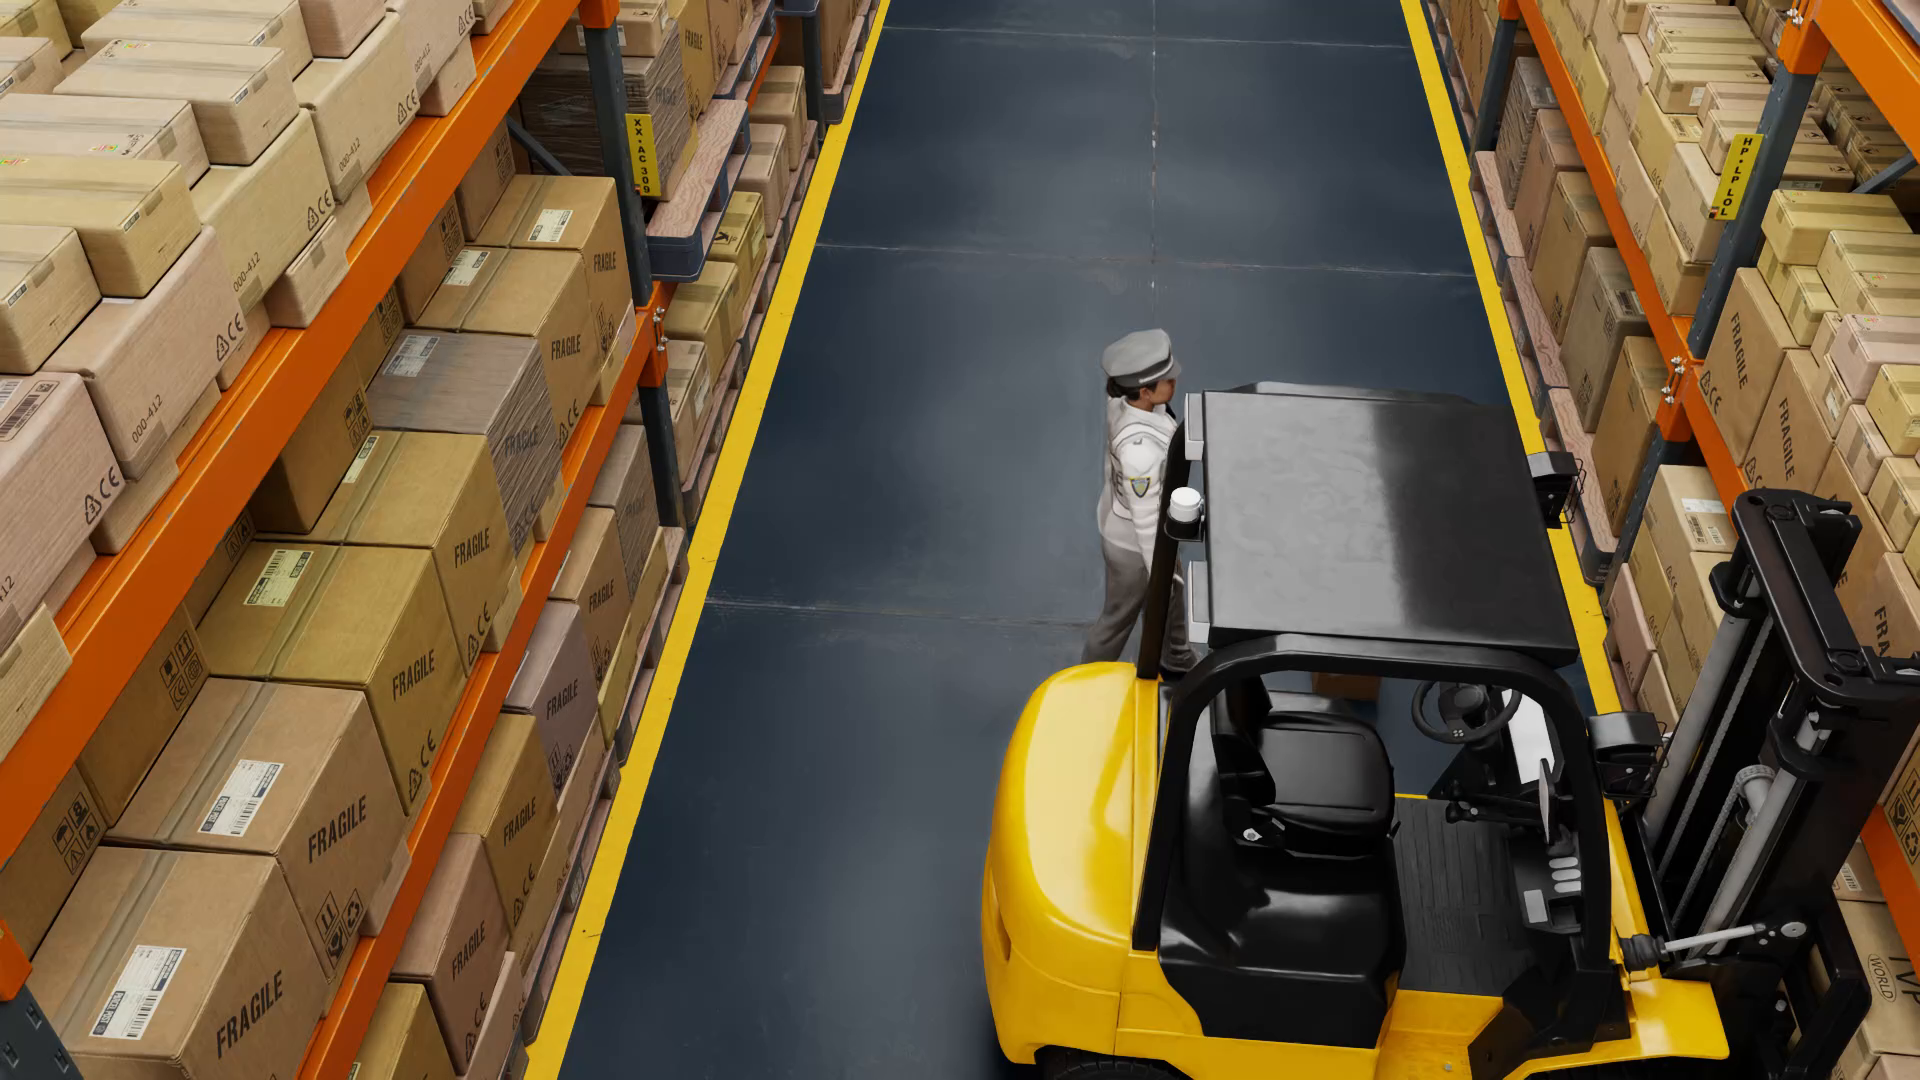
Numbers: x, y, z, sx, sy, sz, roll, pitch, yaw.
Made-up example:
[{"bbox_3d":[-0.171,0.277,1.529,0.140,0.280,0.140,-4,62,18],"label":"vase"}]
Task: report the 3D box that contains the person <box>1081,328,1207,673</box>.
[{"bbox_3d":[0.778,-0.018,6.165,0.615,1.713,0.500,1,40,1],"label":"person"}]
